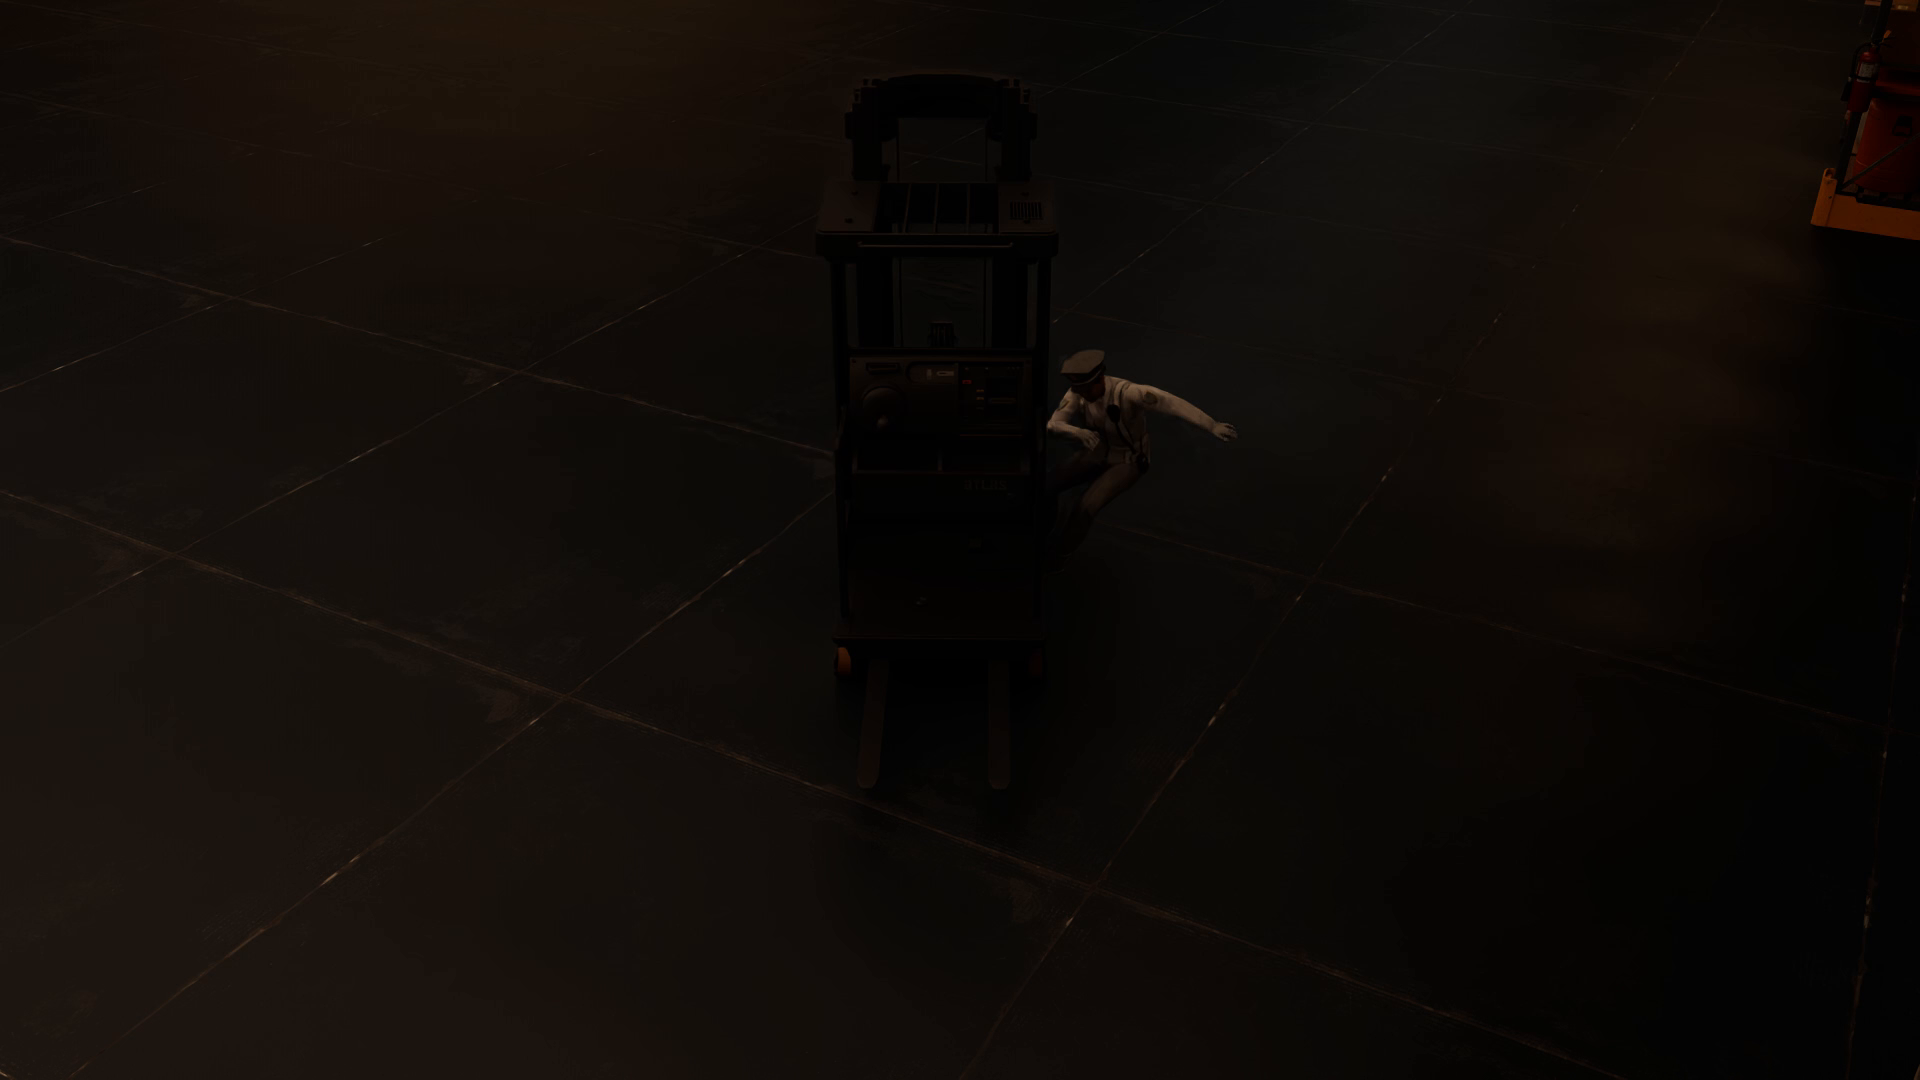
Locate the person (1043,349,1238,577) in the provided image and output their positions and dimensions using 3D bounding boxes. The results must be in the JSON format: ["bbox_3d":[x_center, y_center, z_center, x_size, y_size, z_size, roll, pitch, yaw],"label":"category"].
[{"bbox_3d":[0.850,-0.379,9.360,1.116,1.384,0.888,21,36,32],"label":"person"}]

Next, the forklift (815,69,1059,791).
[{"bbox_3d":[-0.098,-0.697,8.278,1.130,2.935,3.031,0,30,1],"label":"forklift"}]
